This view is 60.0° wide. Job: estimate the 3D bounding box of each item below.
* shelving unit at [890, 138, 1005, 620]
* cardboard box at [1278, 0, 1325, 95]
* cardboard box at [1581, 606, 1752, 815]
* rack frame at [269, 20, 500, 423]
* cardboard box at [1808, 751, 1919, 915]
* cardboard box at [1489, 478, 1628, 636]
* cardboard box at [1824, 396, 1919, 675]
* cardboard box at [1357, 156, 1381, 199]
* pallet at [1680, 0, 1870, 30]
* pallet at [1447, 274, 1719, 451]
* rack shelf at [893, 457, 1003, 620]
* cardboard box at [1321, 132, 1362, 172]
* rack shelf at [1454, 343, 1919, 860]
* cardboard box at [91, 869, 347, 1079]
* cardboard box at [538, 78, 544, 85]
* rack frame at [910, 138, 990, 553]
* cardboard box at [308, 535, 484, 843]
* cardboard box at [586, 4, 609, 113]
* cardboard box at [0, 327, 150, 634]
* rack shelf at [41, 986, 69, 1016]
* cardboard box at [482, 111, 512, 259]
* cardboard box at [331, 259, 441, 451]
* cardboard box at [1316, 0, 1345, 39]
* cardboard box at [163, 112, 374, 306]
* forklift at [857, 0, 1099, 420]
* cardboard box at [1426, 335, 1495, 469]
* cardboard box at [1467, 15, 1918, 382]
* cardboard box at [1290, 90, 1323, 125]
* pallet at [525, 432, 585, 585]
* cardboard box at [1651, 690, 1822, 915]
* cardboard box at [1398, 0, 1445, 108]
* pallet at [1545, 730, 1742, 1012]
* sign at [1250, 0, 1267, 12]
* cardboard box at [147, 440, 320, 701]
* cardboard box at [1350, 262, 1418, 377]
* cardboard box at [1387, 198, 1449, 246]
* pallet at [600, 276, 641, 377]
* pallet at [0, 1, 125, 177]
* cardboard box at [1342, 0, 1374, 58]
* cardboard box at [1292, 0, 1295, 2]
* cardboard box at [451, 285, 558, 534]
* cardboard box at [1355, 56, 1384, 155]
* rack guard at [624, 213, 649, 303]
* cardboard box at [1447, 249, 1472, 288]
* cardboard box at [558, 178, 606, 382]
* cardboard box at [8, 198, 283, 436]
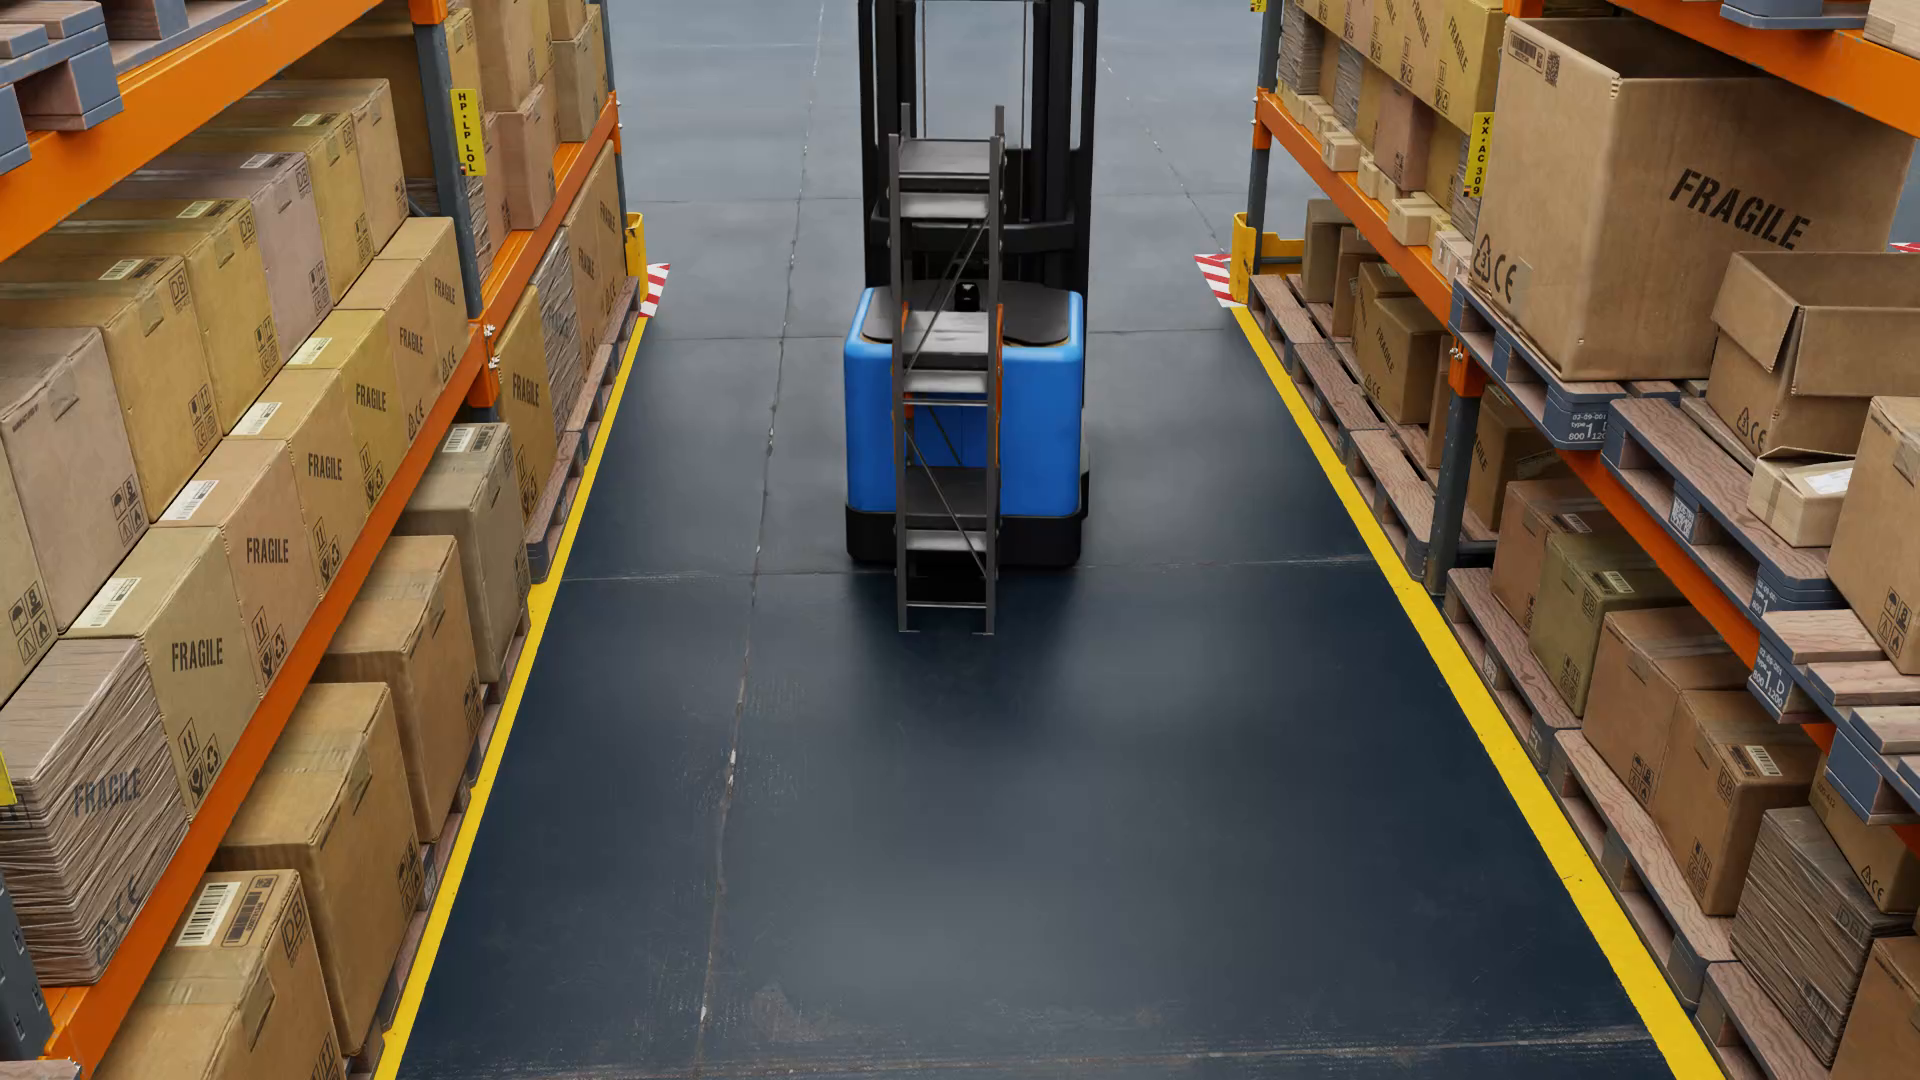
[{"bbox_3d":[-5.811,-1.959,5.834,11.925,5.092,1.531,2,28,3],"label":"shelving unit"},{"bbox_3d":[2.346,-2.887,9.612,0.875,0.500,0.500,-1,28,-3],"label":"cardboard box"},{"bbox_3d":[2.600,0.558,5.663,0.730,0.500,0.544,-2,28,-4],"label":"cardboard box"},{"bbox_3d":[-2.405,-1.045,6.510,1.000,3.000,0.127,-1,28,-3],"label":"rack frame"},{"bbox_3d":[2.660,0.756,4.472,0.500,0.250,0.500,2,28,3],"label":"cardboard box"},{"bbox_3d":[2.564,0.079,6.582,0.700,0.500,0.500,-3,28,-7],"label":"cardboard box"},{"bbox_3d":[2.565,-0.005,3.954,0.700,0.500,0.500,3,28,5],"label":"cardboard box"},{"bbox_3d":[2.185,-1.792,8.214,0.380,0.149,0.250,-1,28,-3],"label":"cardboard box"},{"bbox_3d":[2.537,-1.598,4.530,1.213,0.211,1.003,-1,28,-3],"label":"pallet"},{"bbox_3d":[2.448,-0.677,6.011,1.003,0.211,1.213,-1,28,-3],"label":"pallet"},{"bbox_3d":[-0.044,-0.013,7.047,0.431,0.518,0.480,2,28,3],"label":"rack shelf"},{"bbox_3d":[2.103,-2.022,8.654,0.380,0.149,0.250,-1,28,-3],"label":"cardboard box"},{"bbox_3d":[2.658,0.124,5.046,1.077,0.370,4.000,-1,28,-3],"label":"rack shelf"},{"bbox_3d":[-2.138,1.330,3.935,1.050,0.750,0.750,-2,28,-3],"label":"cardboard box"},{"bbox_3d":[-2.526,-2.030,8.236,0.875,0.550,0.500,-1,28,-3],"label":"cardboard box"},{"bbox_3d":[-0.030,-0.758,6.933,0.380,1.831,0.006,2,28,3],"label":"rack frame"},{"bbox_3d":[-2.236,0.496,5.533,1.050,0.750,0.750,-1,28,-3],"label":"cardboard box"},{"bbox_3d":[-2.549,-2.788,9.691,0.875,0.550,0.550,-1,28,-3],"label":"cardboard box"},{"bbox_3d":[-2.237,-0.127,3.560,0.700,0.500,0.500,-2,28,-3],"label":"cardboard box"},{"bbox_3d":[-2.300,0.111,4.860,0.919,0.124,3.809,-1,28,-3],"label":"rack shelf"},{"bbox_3d":[-2.487,-1.535,7.287,0.875,0.550,0.550,-1,28,-3],"label":"cardboard box"},{"bbox_3d":[-2.084,-0.622,5.590,0.500,0.500,0.500,-2,28,-3],"label":"cardboard box"},{"bbox_3d":[2.148,-2.862,8.483,0.500,0.500,0.500,-1,28,-3],"label":"cardboard box"},{"bbox_3d":[-2.344,-1.066,5.361,0.700,0.500,0.500,-2,28,-3],"label":"cardboard box"},{"bbox_3d":[0.101,-1.832,8.093,1.121,2.935,3.031,2,28,3],"label":"forklift"},{"bbox_3d":[2.555,-2.010,8.730,1.144,2.239,2.984,7,28,14],"label":"cardboard box"},{"bbox_3d":[2.455,-1.200,5.704,1.000,1.000,1.000,-1,28,-2],"label":"cardboard box"},{"bbox_3d":[2.114,-2.485,9.542,0.380,0.149,0.250,-1,28,-3],"label":"cardboard box"},{"bbox_3d":[-2.366,-0.162,7.832,1.003,0.211,1.213,-1,28,-3],"label":"pallet"},{"bbox_3d":[2.629,0.816,5.169,0.700,0.500,0.500,1,28,2],"label":"cardboard box"},{"bbox_3d":[2.228,-2.170,7.155,0.500,0.500,0.500,-1,28,-3],"label":"cardboard box"},{"bbox_3d":[2.663,1.043,5.523,1.003,0.211,1.213,-1,28,-3],"label":"pallet"},{"bbox_3d":[1.803,-3.336,9.966,0.100,0.325,0.005,-1,28,-3],"label":"sign"},{"bbox_3d":[-2.005,0.076,4.252,0.500,0.500,0.500,-1,28,-3],"label":"cardboard box"},{"bbox_3d":[2.440,-1.190,9.036,0.500,0.500,0.500,1,28,2],"label":"cardboard box"},{"bbox_3d":[2.168,-1.444,7.547,0.380,0.149,0.250,-1,28,-3],"label":"cardboard box"},{"bbox_3d":[-2.494,-1.288,9.992,1.003,0.211,1.213,-1,28,-3],"label":"pallet"},{"bbox_3d":[-2.282,-0.740,2.886,1.213,0.211,1.003,0,28,0],"label":"pallet"},{"bbox_3d":[2.180,-2.632,8.041,0.500,0.500,0.500,-1,28,-3],"label":"cardboard box"},{"bbox_3d":[2.101,-3.324,9.369,0.500,0.500,0.500,-1,28,-3],"label":"cardboard box"},{"bbox_3d":[-2.368,-0.581,7.464,0.875,0.875,0.875,-1,28,-2],"label":"cardboard box"},{"bbox_3d":[2.499,-2.047,8.162,0.875,0.649,0.860,-1,28,-3],"label":"cardboard box"},{"bbox_3d":[-2.615,-1.795,10.651,1.175,0.500,0.348,-1,28,-3],"label":"rack guard"},{"bbox_3d":[2.249,-1.099,6.885,0.380,0.149,0.250,-1,28,-3],"label":"cardboard box"},{"bbox_3d":[-2.464,-1.419,9.070,0.875,0.875,0.875,-2,28,-3],"label":"cardboard box"},{"bbox_3d":[-2.293,-0.599,4.466,0.700,0.500,0.500,-2,28,-3],"label":"cardboard box"}]
